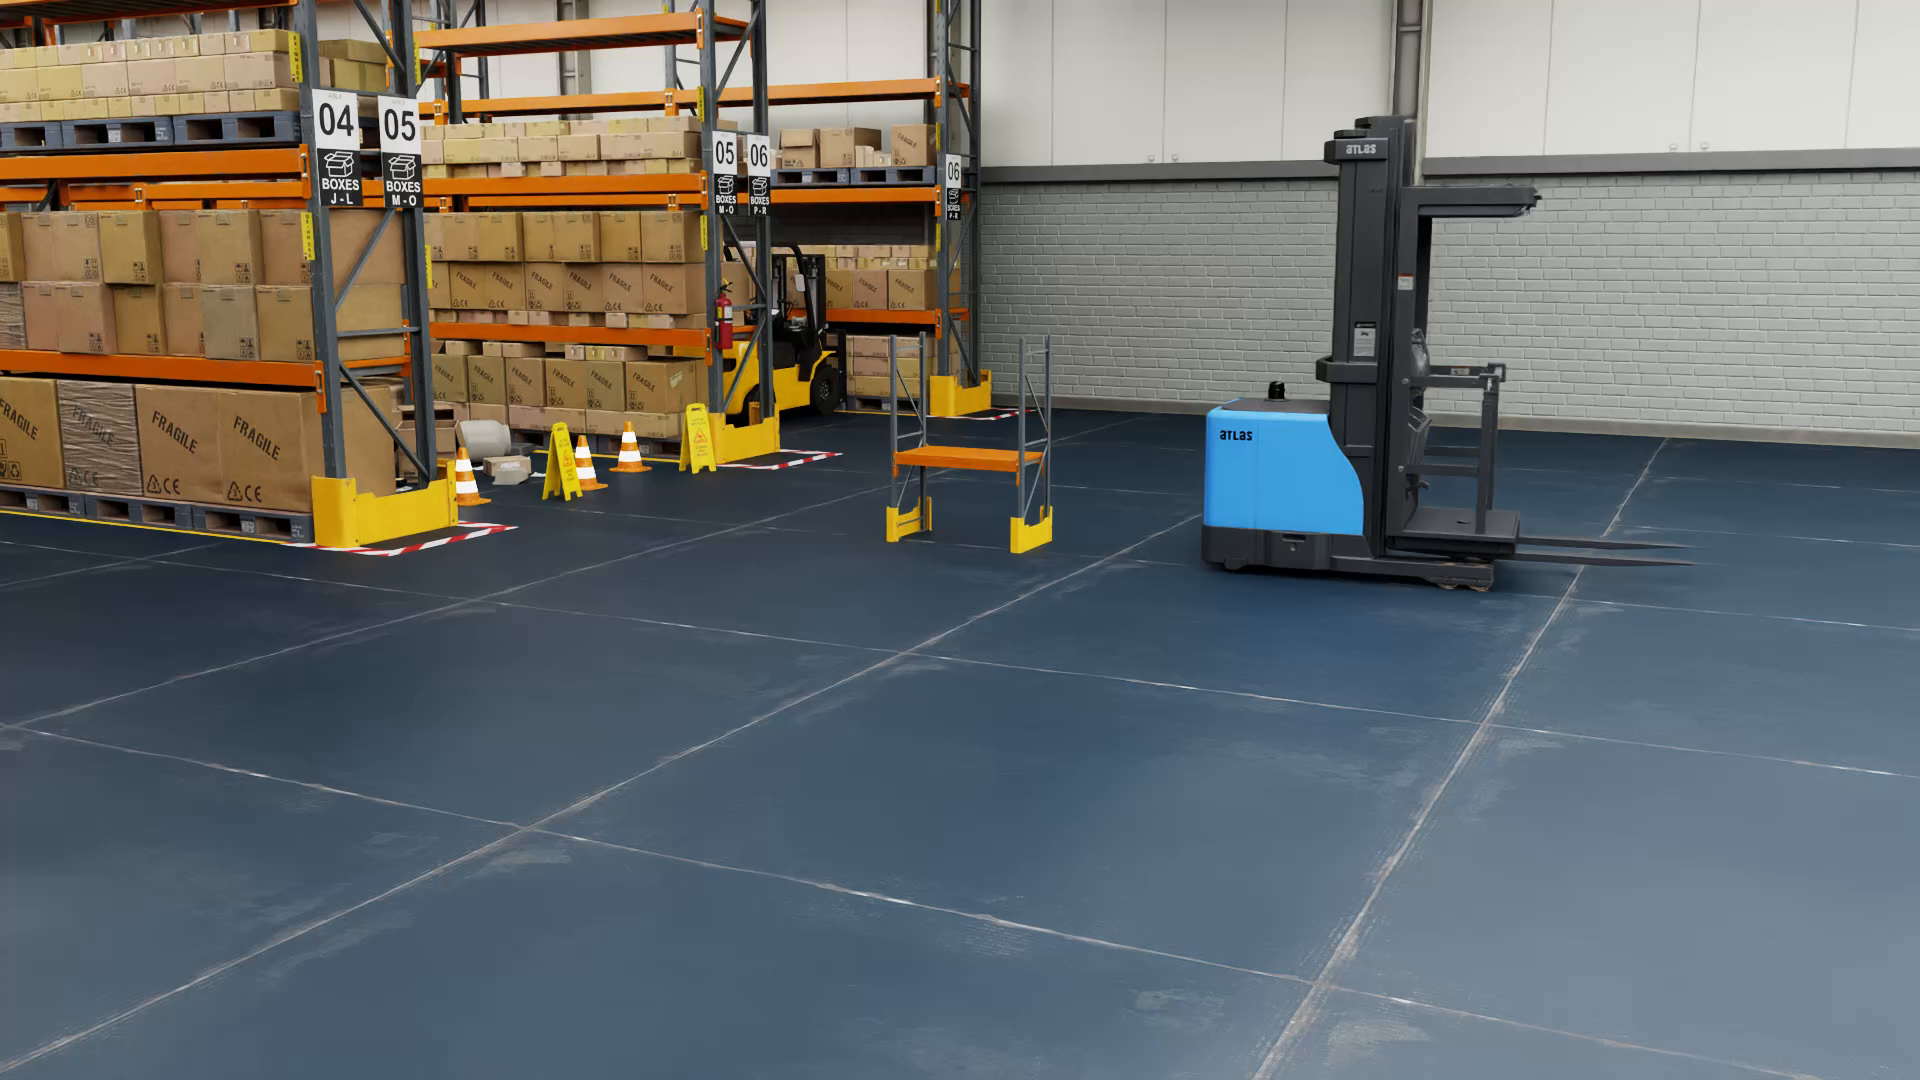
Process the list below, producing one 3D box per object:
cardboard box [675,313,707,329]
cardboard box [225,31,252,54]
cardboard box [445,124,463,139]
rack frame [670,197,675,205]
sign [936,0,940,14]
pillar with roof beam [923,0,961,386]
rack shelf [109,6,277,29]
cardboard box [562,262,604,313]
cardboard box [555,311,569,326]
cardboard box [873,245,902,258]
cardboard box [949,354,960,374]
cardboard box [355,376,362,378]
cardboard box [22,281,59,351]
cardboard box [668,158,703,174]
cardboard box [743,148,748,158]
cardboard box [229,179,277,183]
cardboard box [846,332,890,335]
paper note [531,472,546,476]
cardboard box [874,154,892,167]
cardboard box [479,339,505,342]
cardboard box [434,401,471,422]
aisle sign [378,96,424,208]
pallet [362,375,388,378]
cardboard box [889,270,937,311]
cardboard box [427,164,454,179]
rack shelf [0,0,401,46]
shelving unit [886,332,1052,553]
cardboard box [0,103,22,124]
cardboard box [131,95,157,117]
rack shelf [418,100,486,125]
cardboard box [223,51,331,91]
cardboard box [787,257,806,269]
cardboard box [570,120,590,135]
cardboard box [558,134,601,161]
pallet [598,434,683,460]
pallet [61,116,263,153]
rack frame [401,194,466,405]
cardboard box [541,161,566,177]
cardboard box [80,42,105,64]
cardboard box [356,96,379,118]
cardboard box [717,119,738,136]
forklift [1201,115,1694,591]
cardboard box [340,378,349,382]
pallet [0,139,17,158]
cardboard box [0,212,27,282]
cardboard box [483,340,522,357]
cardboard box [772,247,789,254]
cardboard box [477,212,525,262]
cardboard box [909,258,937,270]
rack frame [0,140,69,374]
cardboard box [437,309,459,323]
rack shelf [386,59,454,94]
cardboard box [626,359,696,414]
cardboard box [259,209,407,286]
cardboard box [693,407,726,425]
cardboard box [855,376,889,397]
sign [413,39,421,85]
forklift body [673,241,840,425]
[{"bbox_3d":[-2.631,-2.192,16.624,0.250,0.149,0.380,5,12,28],"label":"cardboard box"},{"bbox_3d":[-4.977,-3.515,11.811,0.250,0.149,0.380,5,11,26],"label":"cardboard box"},{"bbox_3d":[-5.172,-4.265,17.418,0.250,0.149,0.380,5,11,24],"label":"cardboard box"},{"bbox_3d":[-3.596,-3.428,22.751,0.127,3.000,1.000,5,11,26],"label":"rack frame"},{"bbox_3d":[-0.261,-6.478,19.912,0.005,0.325,0.100,5,11,26],"label":"sign"},{"bbox_3d":[-2.139,-5.577,17.775,0.400,9.000,9.100,5,11,26],"label":"pillar with roof beam"},{"bbox_3d":[-12.563,-8.450,26.339,4.000,0.370,1.077,5,11,26],"label":"rack shelf"},{"bbox_3d":[-3.704,-2.595,17.028,0.500,0.500,0.500,5,11,26],"label":"cardboard box"},{"bbox_3d":[-3.994,-2.316,17.307,0.250,0.149,0.380,5,11,26],"label":"cardboard box"},{"bbox_3d":[-0.905,-3.653,21.056,0.250,0.149,0.380,5,12,27],"label":"cardboard box"},{"bbox_3d":[-0.338,-2.283,21.560,0.500,0.250,0.500,5,12,27],"label":"cardboard box"},{"bbox_3d":[-7.531,-1.701,19.403,0.625,0.372,0.950,5,12,28],"label":"cardboard box"},{"bbox_3d":[-7.049,-1.844,13.574,0.550,0.550,0.875,5,11,26],"label":"cardboard box"},{"bbox_3d":[-2.645,-3.656,16.291,0.250,0.149,0.380,5,11,26],"label":"cardboard box"},{"bbox_3d":[-2.957,-5.012,21.868,0.500,0.311,0.500,5,12,27],"label":"cardboard box"},{"bbox_3d":[-7.995,-4.362,19.196,0.637,0.503,0.797,5,11,26],"label":"cardboard box"},{"bbox_3d":[-1.249,-2.607,21.946,0.500,0.250,0.500,5,11,25],"label":"cardboard box"},{"bbox_3d":[-3.930,-0.616,15.547,0.142,0.019,0.148,1,10,6],"label":"paper note"},{"bbox_3d":[-0.886,-4.738,20.811,0.250,0.149,0.380,5,11,24],"label":"cardboard box"},{"bbox_3d":[-6.629,-2.730,24.383,0.625,0.625,0.875,5,12,28],"label":"cardboard box"},{"bbox_3d":[-5.379,-1.399,18.082,0.500,0.250,0.500,4,11,23],"label":"cardboard box"},{"bbox_3d":[-4.105,-2.843,12.218,0.004,0.787,0.394,5,11,26],"label":"aisle sign"},{"bbox_3d":[-8.926,-2.533,25.632,1.213,0.211,1.003,5,11,26],"label":"pallet"},{"bbox_3d":[-0.566,-3.159,20.983,0.500,0.500,0.500,5,11,25],"label":"cardboard box"},{"bbox_3d":[-5.409,-3.894,17.607,0.250,0.149,0.380,5,11,26],"label":"cardboard box"},{"bbox_3d":[-6.095,-4.081,12.652,4.000,0.370,1.077,5,11,26],"label":"rack shelf"},{"bbox_3d":[0.068,-0.732,12.063,1.083,1.500,0.587,5,11,26],"label":"shelving unit"},{"bbox_3d":[-7.256,-3.322,12.987,0.250,0.149,0.380,5,11,26],"label":"cardboard box"},{"bbox_3d":[-5.888,-3.202,12.324,0.250,0.149,0.380,5,11,26],"label":"cardboard box"},{"bbox_3d":[-8.976,-6.303,24.929,4.000,0.370,1.077,5,11,26],"label":"rack shelf"},{"bbox_3d":[-4.864,-3.320,11.856,0.500,0.250,0.500,5,11,27],"label":"cardboard box"},{"bbox_3d":[-2.048,-3.605,21.623,0.250,0.149,0.380,5,11,25],"label":"cardboard box"},{"bbox_3d":[-3.731,-4.162,16.846,0.250,0.149,0.380,5,11,24],"label":"cardboard box"},{"bbox_3d":[-3.697,-3.946,16.774,0.500,0.250,0.500,5,12,27],"label":"cardboard box"},{"bbox_3d":[-2.982,-1.024,17.294,1.213,0.211,1.003,5,11,26],"label":"pallet"},{"bbox_3d":[-6.069,-3.107,12.800,1.213,0.211,1.003,5,11,26],"label":"pallet"},{"bbox_3d":[-5.789,-2.635,18.369,0.127,3.000,1.000,5,11,26],"label":"rack frame"},{"bbox_3d":[-4.042,-3.770,16.921,0.250,0.149,0.380,5,11,25],"label":"cardboard box"},{"bbox_3d":[-6.348,-3.635,12.474,0.250,0.149,0.380,5,11,26],"label":"cardboard box"},{"bbox_3d":[-4.467,-3.208,12.357,0.250,0.149,0.380,5,11,26],"label":"cardboard box"},{"bbox_3d":[-2.430,-4.126,16.647,0.250,0.149,0.380,5,11,25],"label":"cardboard box"},{"bbox_3d":[3.181,-1.226,10.774,3.031,2.935,1.130,4,11,20],"label":"forklift"},{"bbox_3d":[-6.549,-1.491,16.941,0.500,0.500,0.500,5,11,26],"label":"cardboard box"},{"bbox_3d":[-8.732,-3.283,14.063,1.217,0.209,0.805,5,11,24],"label":"pallet"},{"bbox_3d":[-7.573,-2.408,13.657,0.550,0.550,0.875,5,11,26],"label":"cardboard box"},{"bbox_3d":[-4.832,-2.028,17.628,0.250,0.149,0.380,6,12,28],"label":"cardboard box"},{"bbox_3d":[-2.251,-3.782,21.766,0.250,0.149,0.380,5,11,26],"label":"cardboard box"},{"bbox_3d":[-4.603,-3.166,17.378,0.500,0.500,0.700,5,11,25],"label":"cardboard box"},{"bbox_3d":[-0.443,-3.464,20.847,0.250,0.149,0.380,5,11,27],"label":"cardboard box"},{"bbox_3d":[-7.888,-1.837,13.957,0.127,3.000,1.000,5,11,26],"label":"rack frame"},{"bbox_3d":[-5.399,-2.424,17.907,0.250,0.149,0.380,5,12,27],"label":"cardboard box"},{"bbox_3d":[-7.582,-5.194,18.805,4.000,0.370,1.077,5,11,26],"label":"rack shelf"},{"bbox_3d":[-3.035,-1.564,16.887,0.500,0.500,0.500,5,11,26],"label":"cardboard box"},{"bbox_3d":[-4.617,-2.162,12.302,0.550,0.550,0.875,5,11,26],"label":"cardboard box"},{"bbox_3d":[-2.802,-1.282,17.430,0.500,0.250,0.500,5,11,25],"label":"cardboard box"},{"bbox_3d":[-1.011,-1.994,21.368,0.500,0.250,0.500,5,11,26],"label":"cardboard box"},{"bbox_3d":[-4.050,-3.555,12.351,0.005,0.325,0.100,5,11,26],"label":"sign"},{"bbox_3d":[-2.516,-2.554,20.301,1.214,2.155,2.313,5,11,26],"label":"forklift body"}]
